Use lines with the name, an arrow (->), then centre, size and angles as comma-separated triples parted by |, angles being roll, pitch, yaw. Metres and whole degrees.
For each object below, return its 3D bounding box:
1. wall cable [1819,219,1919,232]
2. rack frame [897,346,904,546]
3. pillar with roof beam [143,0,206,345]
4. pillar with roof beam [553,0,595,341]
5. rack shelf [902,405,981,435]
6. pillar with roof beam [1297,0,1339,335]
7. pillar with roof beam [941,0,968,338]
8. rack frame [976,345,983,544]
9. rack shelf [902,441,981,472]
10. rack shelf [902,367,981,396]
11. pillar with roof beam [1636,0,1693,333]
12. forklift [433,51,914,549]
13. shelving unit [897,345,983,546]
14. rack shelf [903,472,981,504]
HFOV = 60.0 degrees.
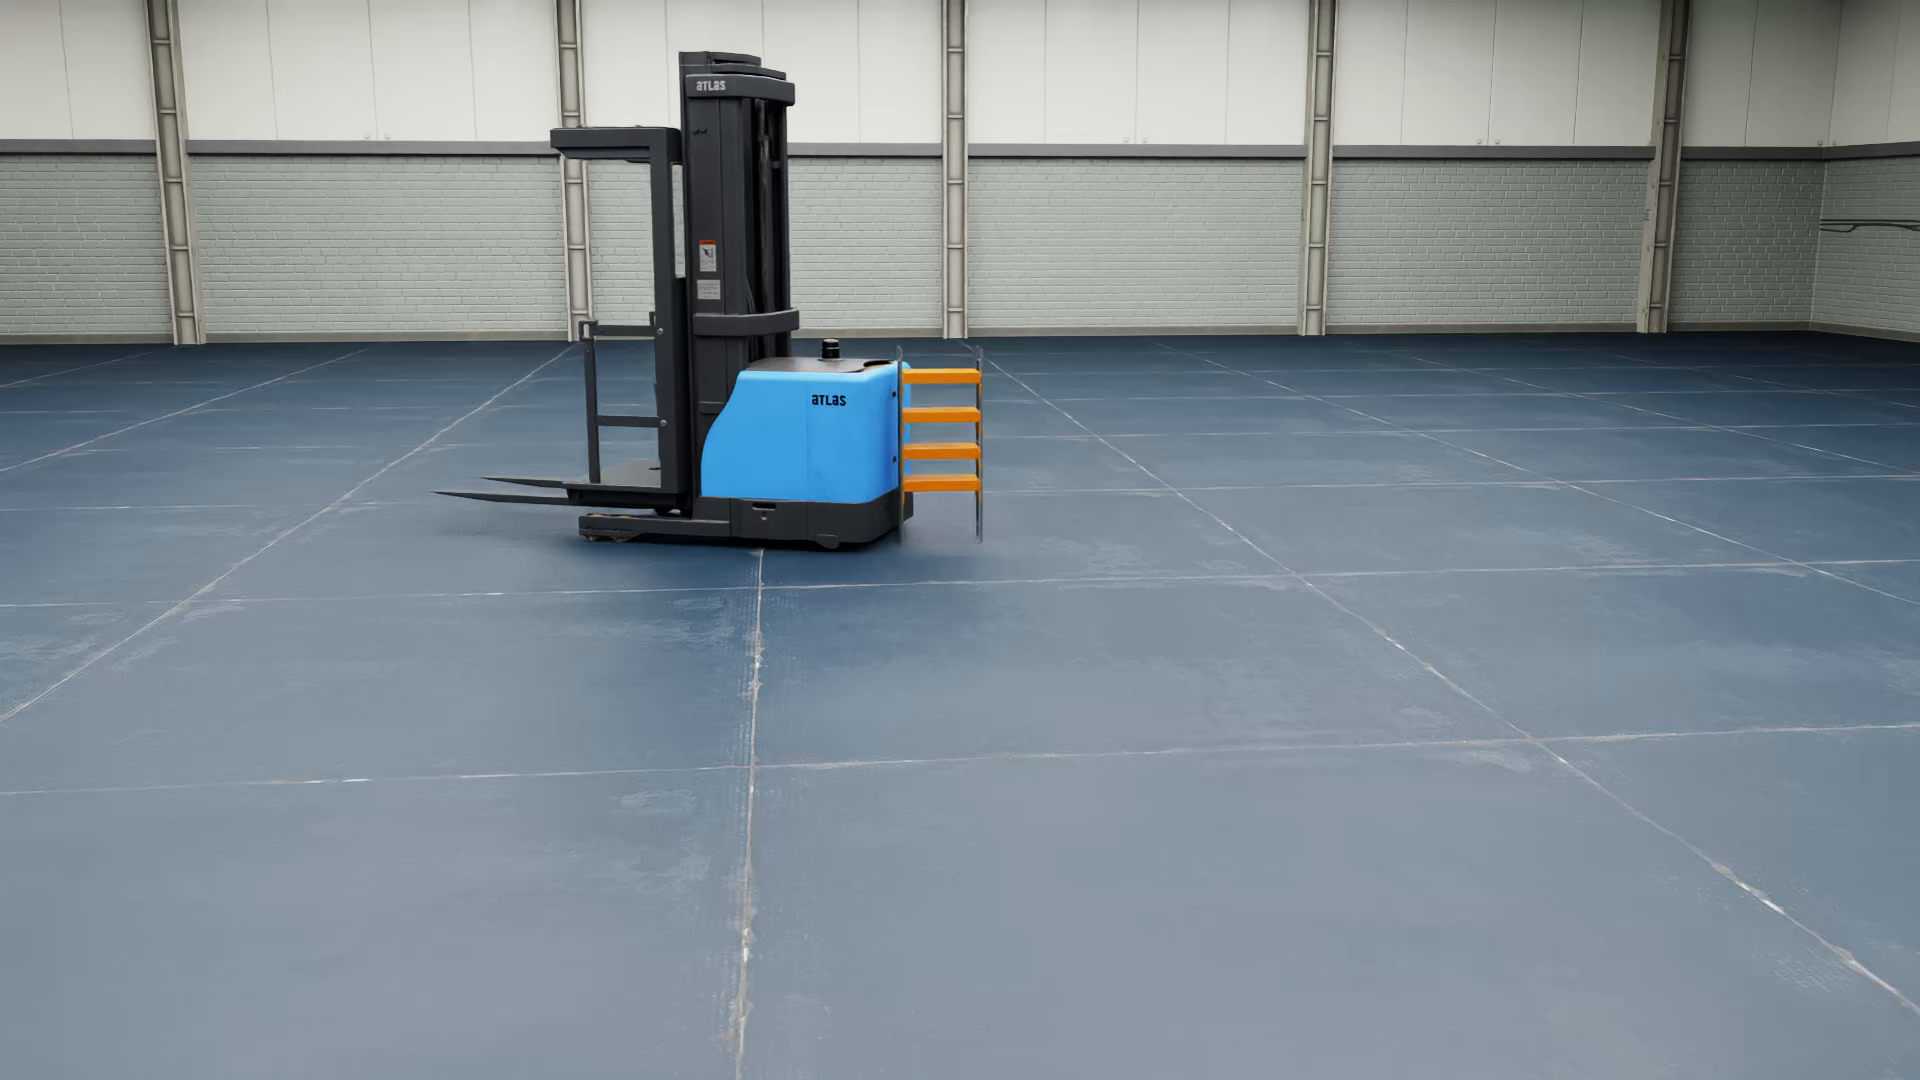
wall cable -> 14.916, -6.265, 26.960 | 0.112, 2.526, 3.097 | -1, 11, -6
rack frame -> -0.365, -0.578, 10.197 | 0.015, 1.200, 0.240 | -1, 11, -6
pillar with roof beam -> -11.550, -6.656, 20.895 | 0.400, 9.000, 9.100 | -1, 11, -6
pillar with roof beam -> -5.585, -6.781, 21.531 | 0.400, 9.000, 9.100 | -1, 11, -6
rack shelf -> -0.122, -0.736, 10.191 | 0.480, 0.148, 0.258 | -1, 11, -6
pillar with roof beam -> 6.345, -7.031, 22.803 | 0.400, 9.000, 9.100 | -1, 11, -6
pillar with roof beam -> 0.380, -6.906, 22.167 | 0.400, 9.000, 9.100 | -1, 11, -6
rack frame -> 0.121, -0.587, 10.245 | 0.015, 1.200, 0.240 | -1, 11, -6
rack shelf -> -0.122, -0.517, 10.234 | 0.480, 0.148, 0.258 | -1, 11, -6
rack shelf -> -0.122, -0.968, 10.145 | 0.480, 0.148, 0.258 | -1, 11, -6
pillar with roof beam -> 12.310, -7.156, 23.439 | 0.400, 9.000, 9.100 | -1, 11, -6
forklift -> -1.877, -1.519, 10.495 | 3.031, 2.935, 1.130 | 3, 12, 15
shelving unit -> -0.122, -0.583, 10.221 | 0.503, 1.200, 0.258 | -1, 11, -6
rack shelf -> -0.122, -0.322, 10.273 | 0.480, 0.148, 0.258 | -1, 11, -6
